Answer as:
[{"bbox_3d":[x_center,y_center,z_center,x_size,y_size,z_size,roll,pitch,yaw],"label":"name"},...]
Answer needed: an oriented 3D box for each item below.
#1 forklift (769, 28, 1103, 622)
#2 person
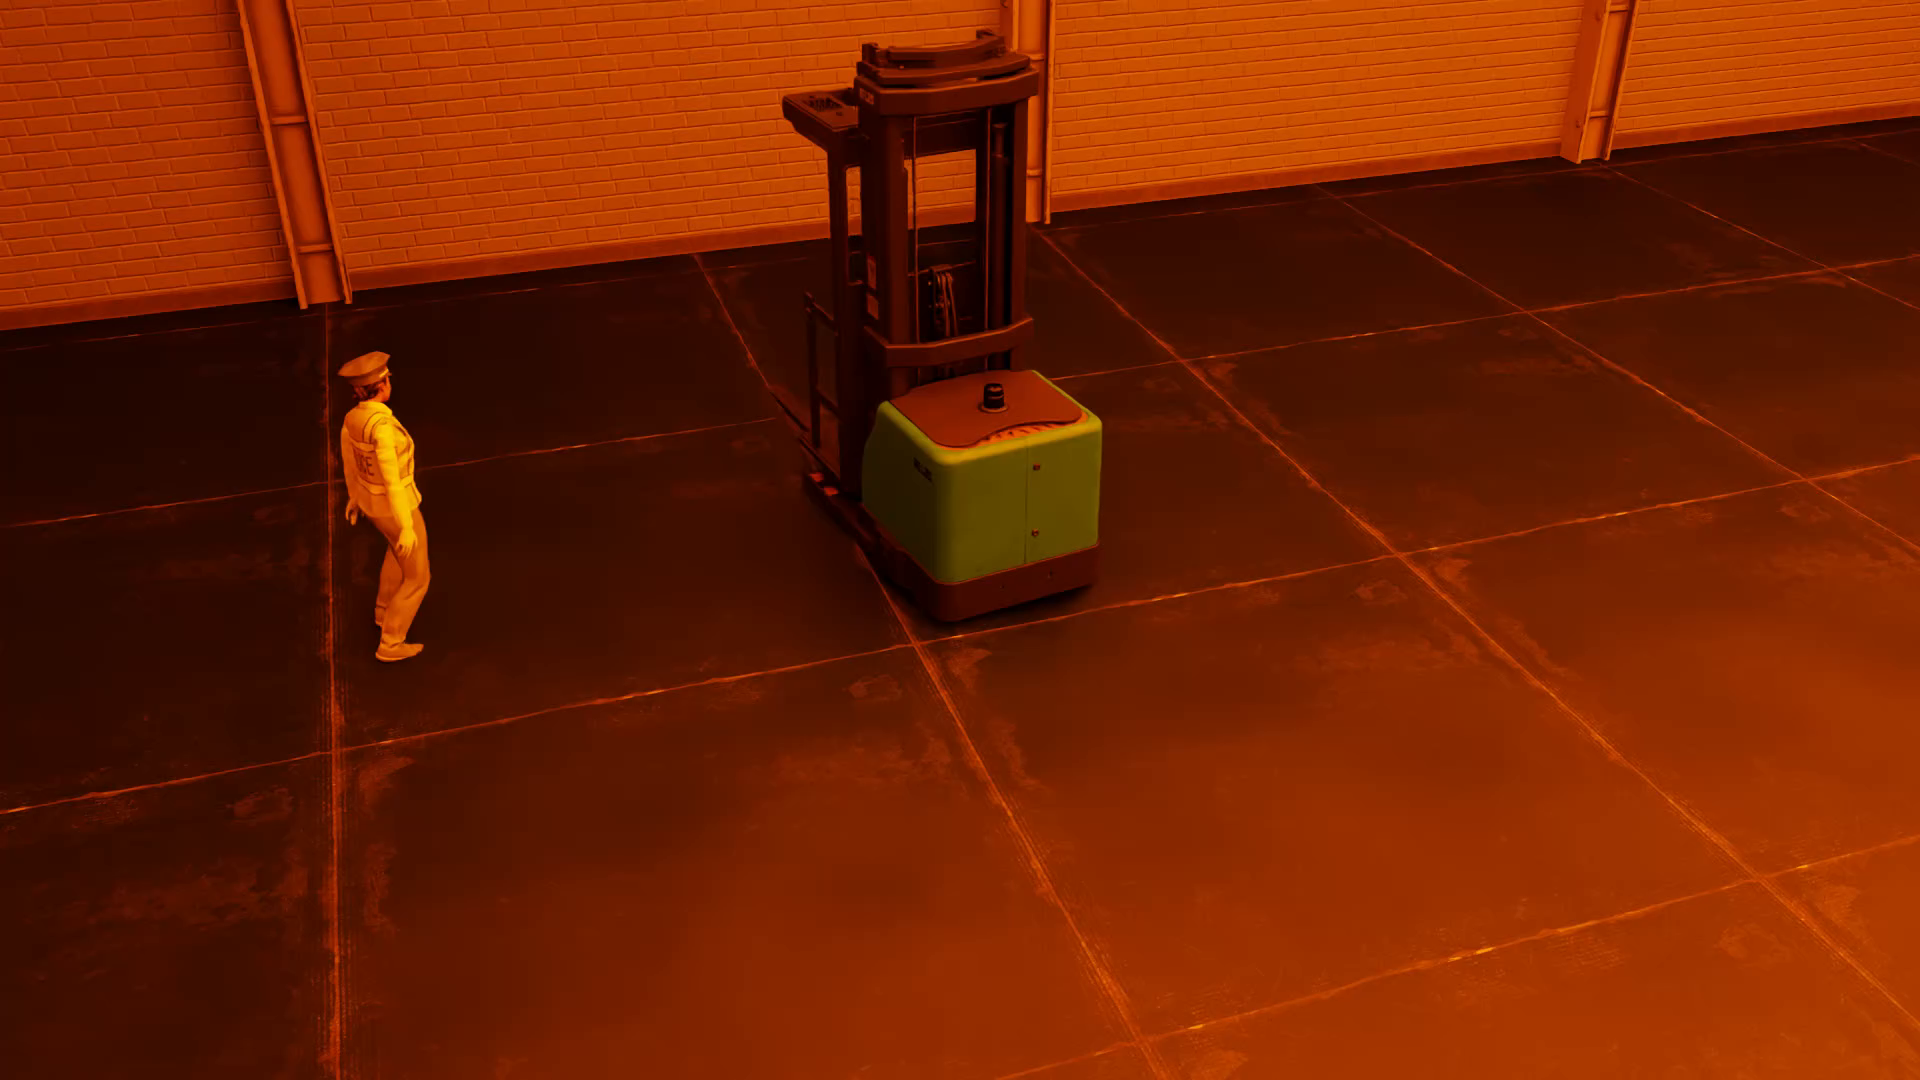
[{"bbox_3d":[-0.327,-1.533,9.752,1.130,2.935,3.031,-14,33,-23],"label":"forklift"},{"bbox_3d":[-3.023,-0.133,8.710,0.441,1.642,0.812,-21,36,-32],"label":"person"}]
